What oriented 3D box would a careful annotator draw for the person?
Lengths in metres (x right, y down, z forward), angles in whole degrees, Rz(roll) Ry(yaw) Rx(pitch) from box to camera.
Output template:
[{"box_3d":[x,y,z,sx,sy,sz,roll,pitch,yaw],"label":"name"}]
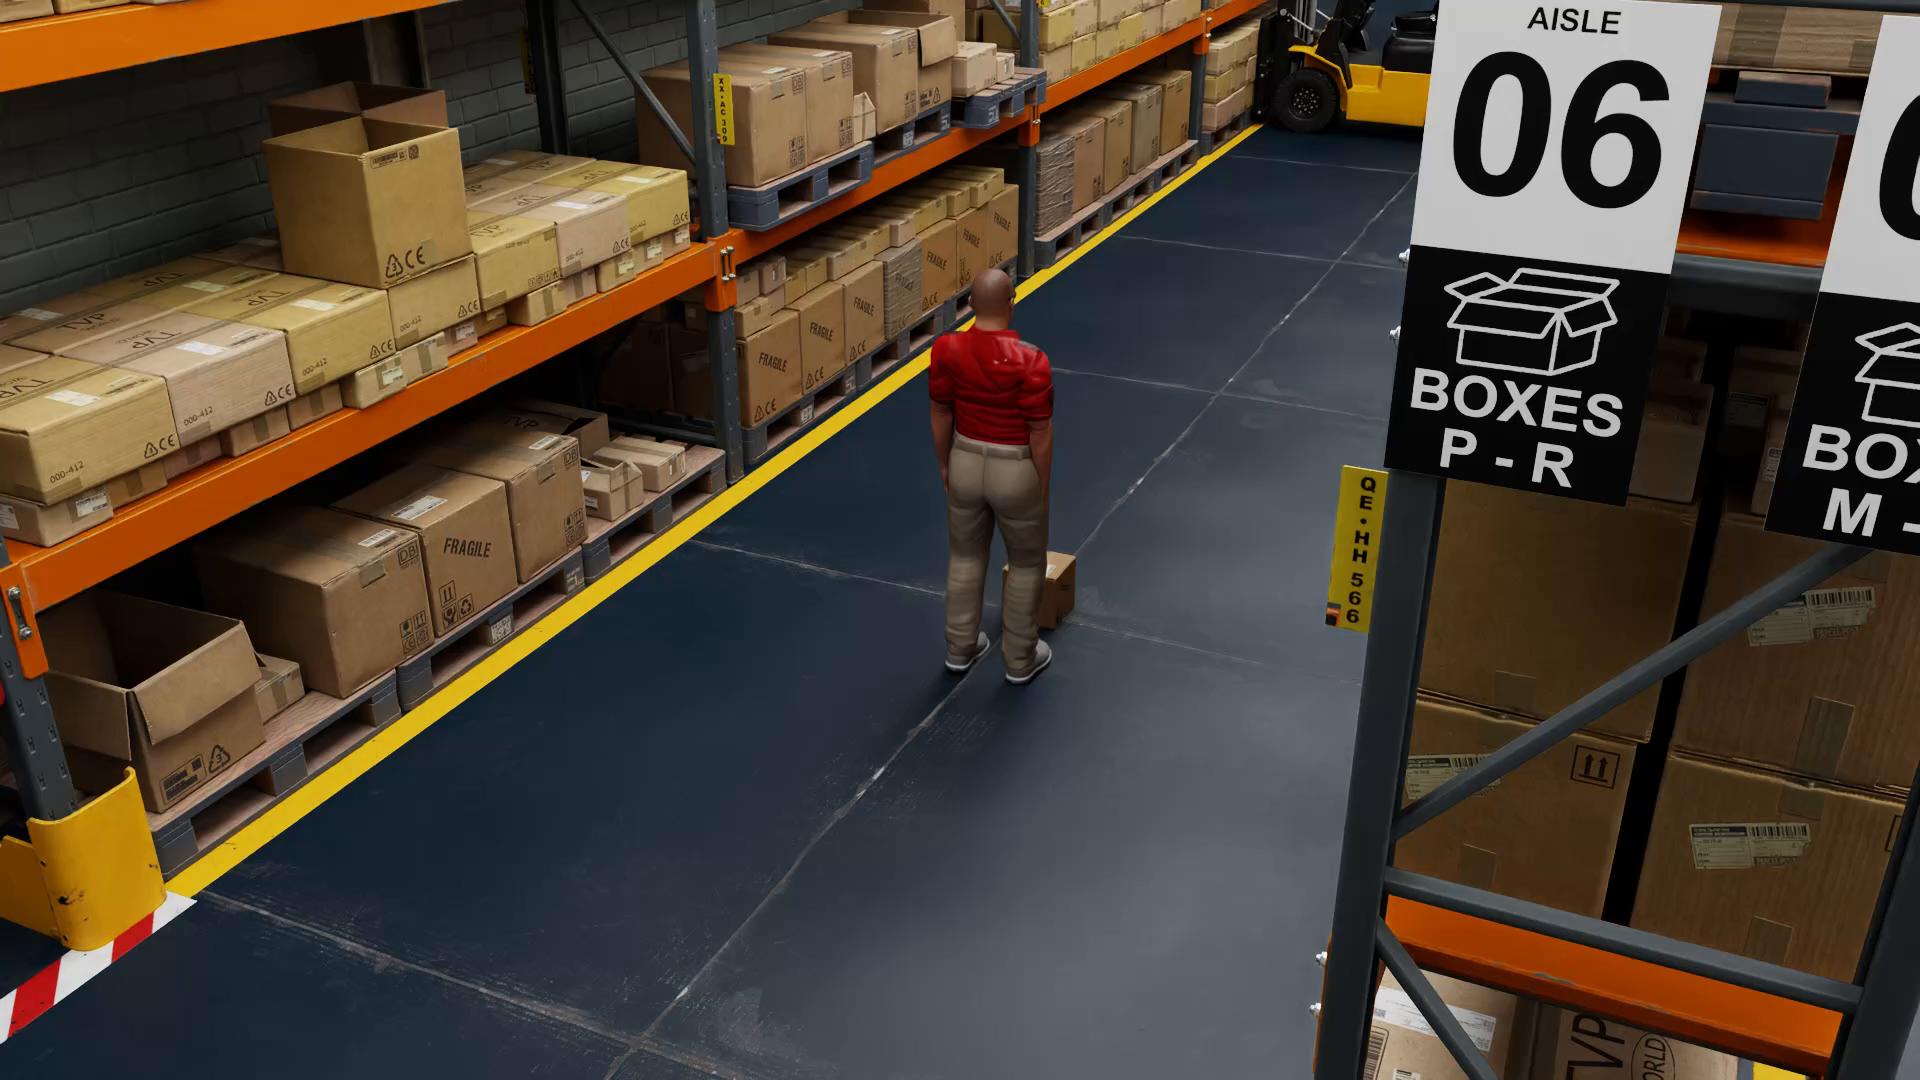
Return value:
[{"box_3d":[0.142,-0.574,6.522,0.526,1.024,0.342,12,28,23],"label":"person"}]
